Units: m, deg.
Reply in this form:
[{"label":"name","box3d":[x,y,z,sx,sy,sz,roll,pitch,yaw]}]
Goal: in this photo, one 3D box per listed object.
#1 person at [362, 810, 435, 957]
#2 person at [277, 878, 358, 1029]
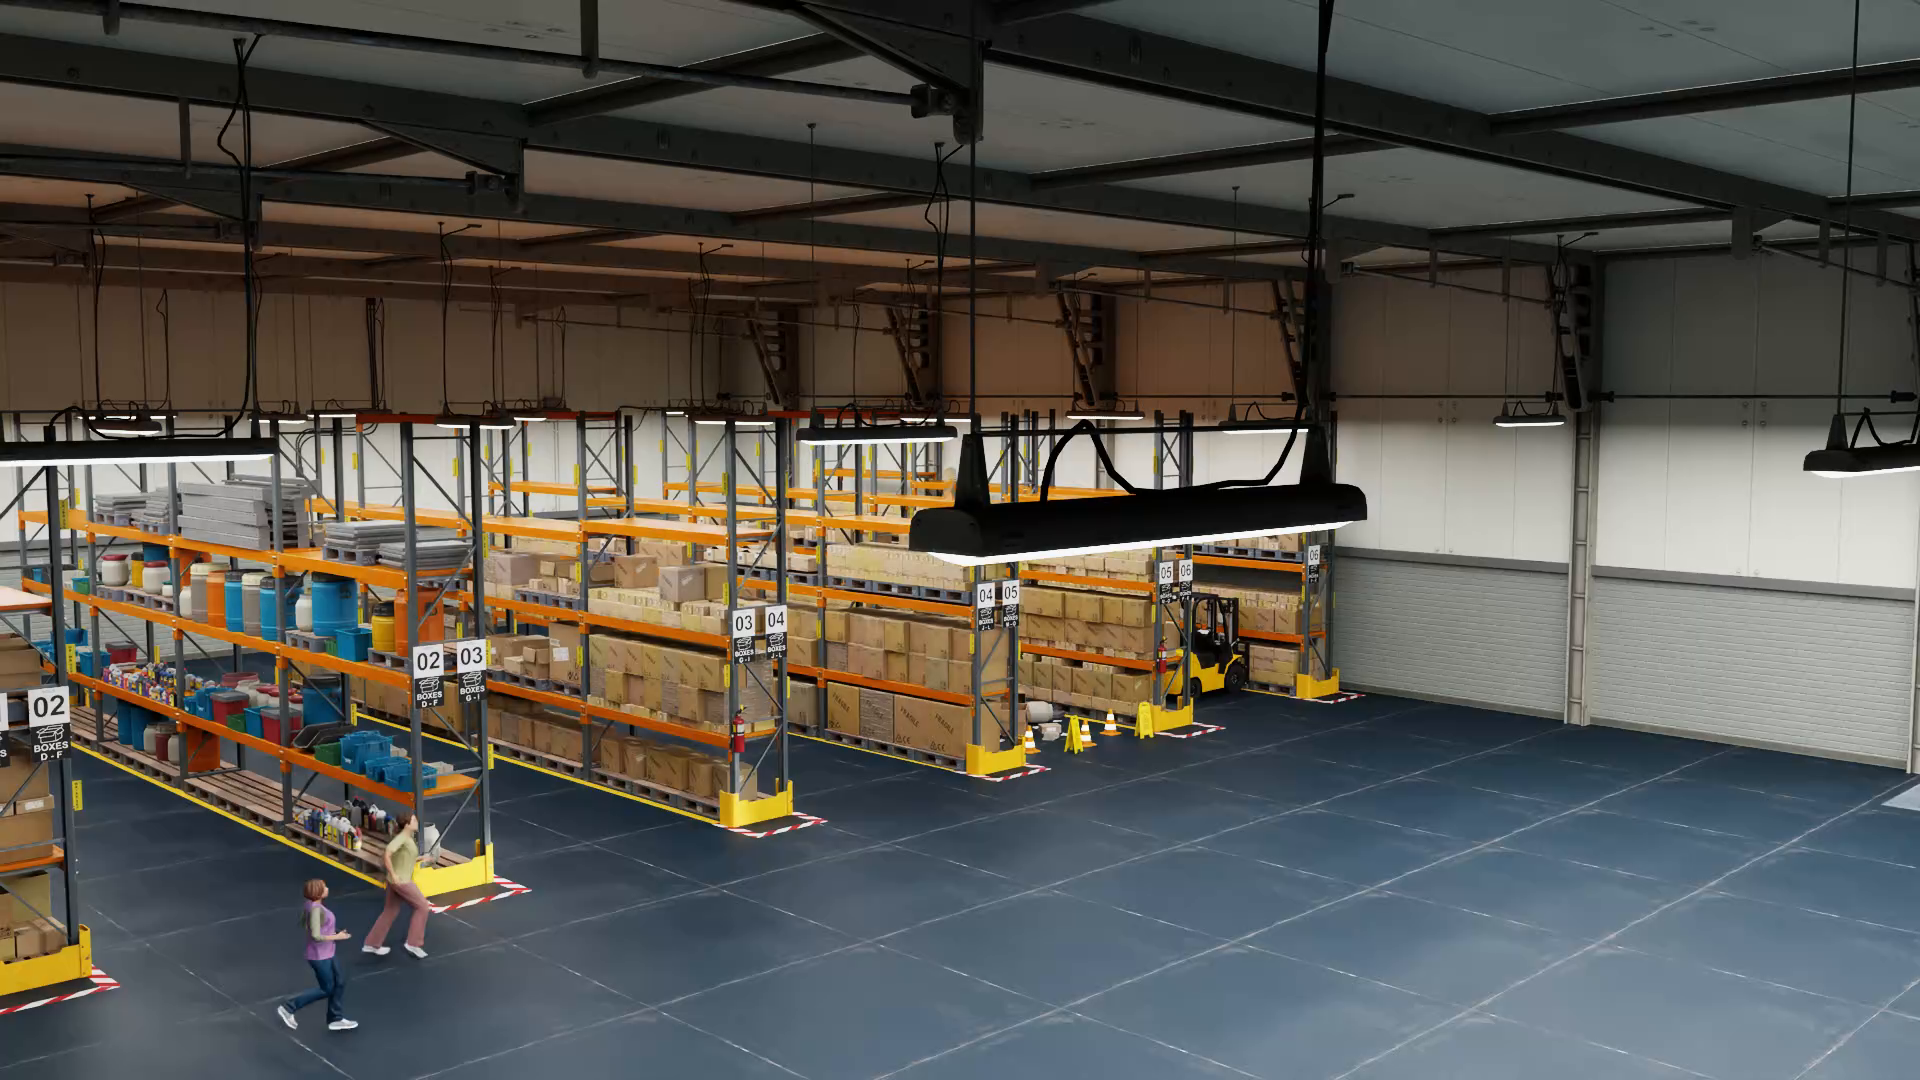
[{"label":"person","box3d":[-6.317,3.906,18.717,0.821,1.693,0.514,-2,6,-26]},{"label":"person","box3d":[-6.385,4.121,16.480,0.739,1.568,0.548,-2,5,-23]}]
